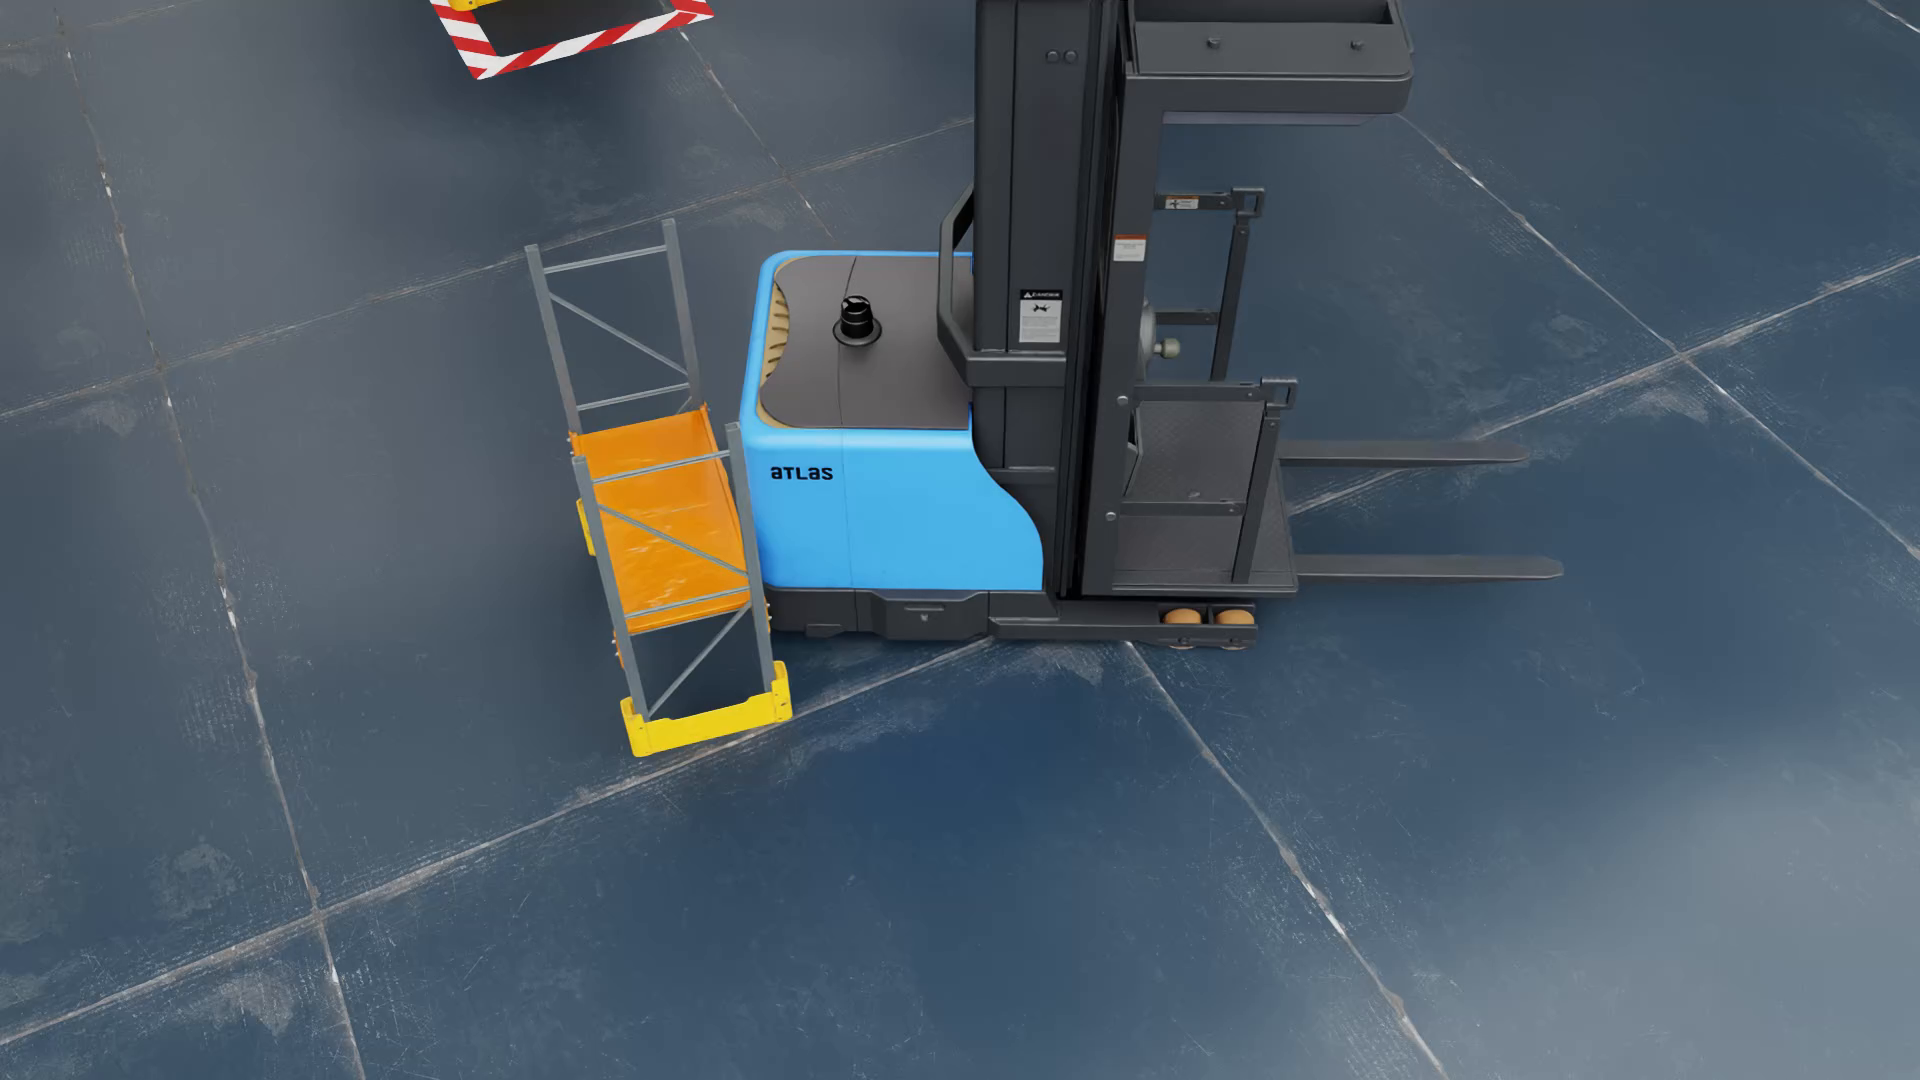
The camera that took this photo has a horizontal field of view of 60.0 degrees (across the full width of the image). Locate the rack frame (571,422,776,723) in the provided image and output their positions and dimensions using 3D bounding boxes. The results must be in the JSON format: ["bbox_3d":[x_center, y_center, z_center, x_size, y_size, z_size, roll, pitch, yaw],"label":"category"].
[{"bbox_3d":[-0.894,0.207,5.465,0.500,1.500,0.032,-13,50,-11],"label":"rack frame"}]

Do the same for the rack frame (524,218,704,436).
[{"bbox_3d":[-1.198,-0.523,6.104,0.500,1.500,0.032,-13,50,-11],"label":"rack frame"}]

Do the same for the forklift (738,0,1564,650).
[{"bbox_3d":[0.758,-0.956,5.532,3.031,2.935,1.130,1,49,1],"label":"forklift"}]

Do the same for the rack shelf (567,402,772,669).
[{"bbox_3d":[-1.046,-0.040,5.920,0.538,0.185,1.000,-13,50,-11],"label":"rack shelf"}]

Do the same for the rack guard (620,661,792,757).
[{"bbox_3d":[-0.900,0.605,5.948,0.587,0.250,0.087,-13,50,-11],"label":"rack guard"}]

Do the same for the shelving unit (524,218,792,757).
[{"bbox_3d":[-1.049,-0.165,5.790,0.587,1.500,1.083,-13,50,-11],"label":"shelving unit"}]

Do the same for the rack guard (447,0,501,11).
[{"bbox_3d":[-2.349,-3.390,9.275,1.175,0.500,0.348,-21,52,-18],"label":"rack guard"}]

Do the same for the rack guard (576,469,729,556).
[{"bbox_3d":[-1.198,-0.111,6.574,0.587,0.250,0.087,-13,50,-11],"label":"rack guard"}]
